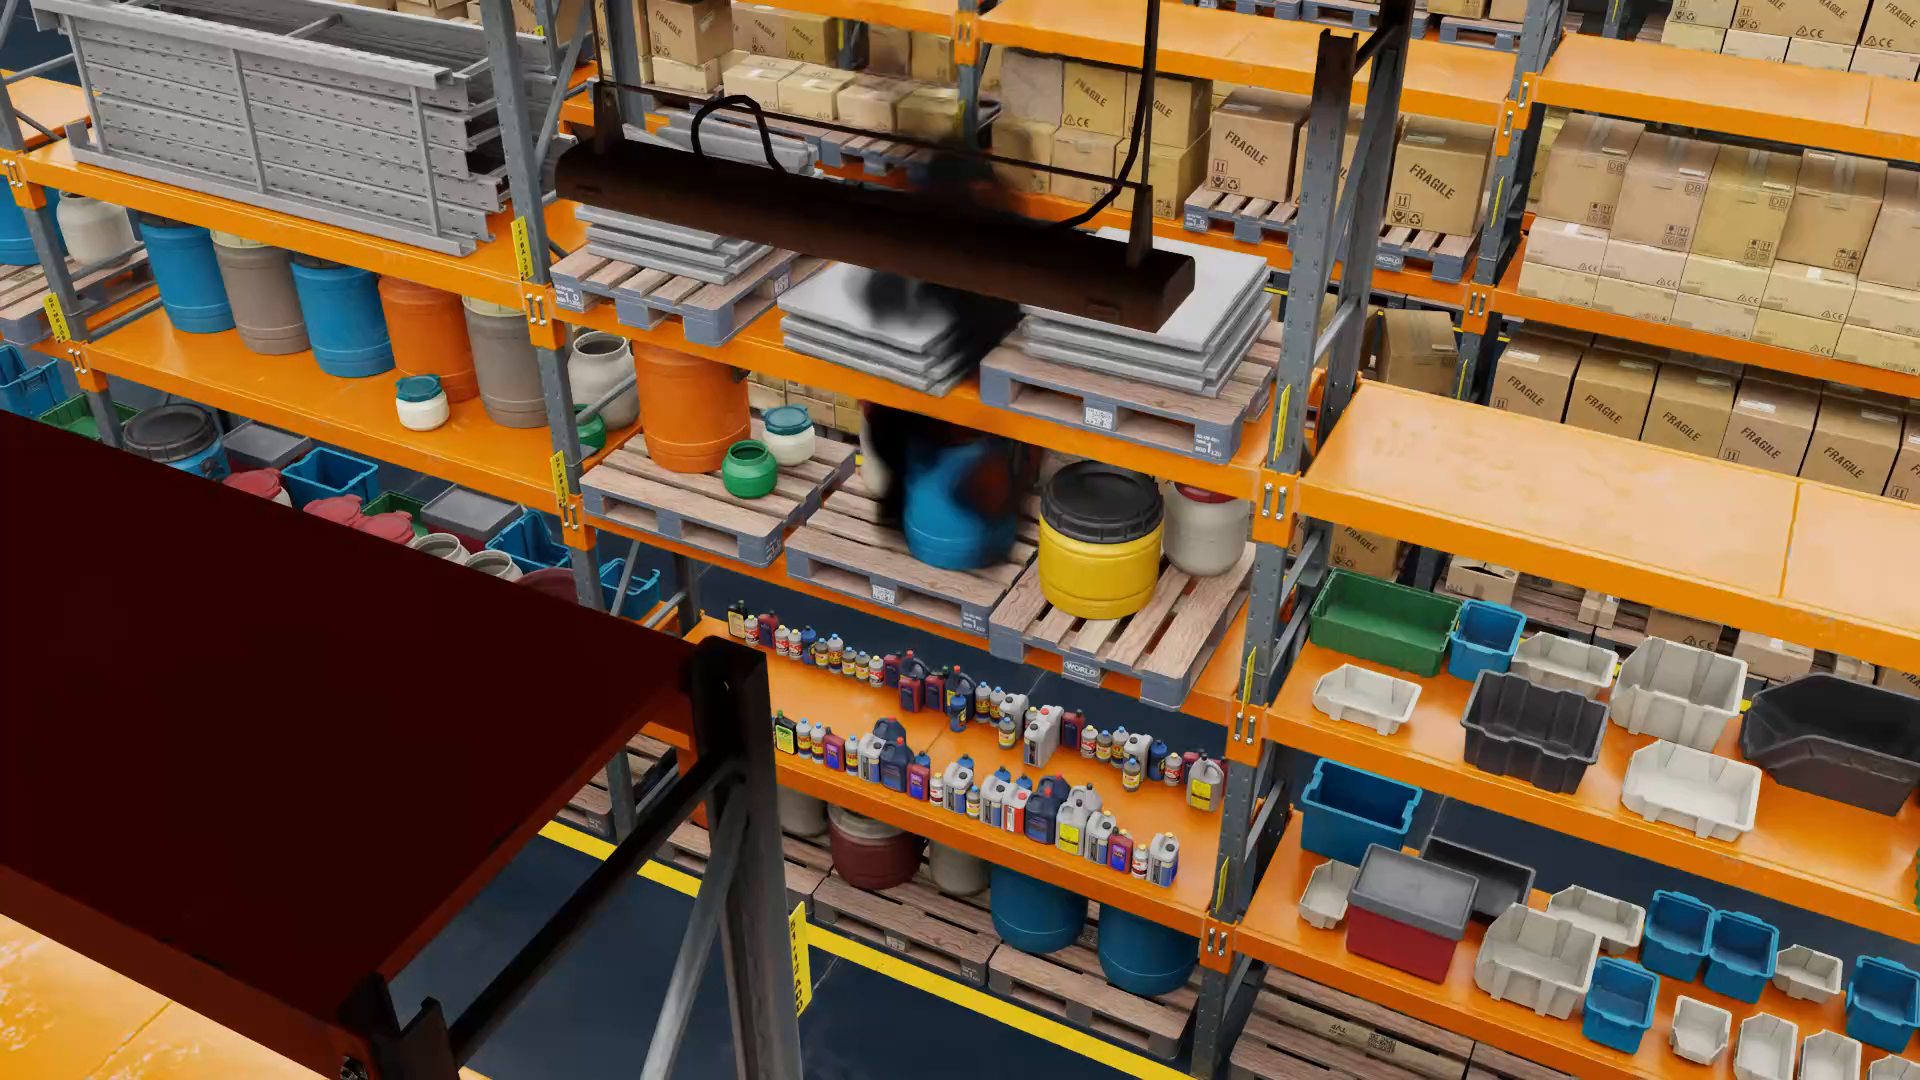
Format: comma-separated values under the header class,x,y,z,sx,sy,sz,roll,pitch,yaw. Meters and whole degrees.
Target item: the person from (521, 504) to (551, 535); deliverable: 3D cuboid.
class,x,y,z,sx,sy,sz,roll,pitch,yaw
person,-3.751,-0.662,13.329,0.928,1.668,0.599,11,36,15
